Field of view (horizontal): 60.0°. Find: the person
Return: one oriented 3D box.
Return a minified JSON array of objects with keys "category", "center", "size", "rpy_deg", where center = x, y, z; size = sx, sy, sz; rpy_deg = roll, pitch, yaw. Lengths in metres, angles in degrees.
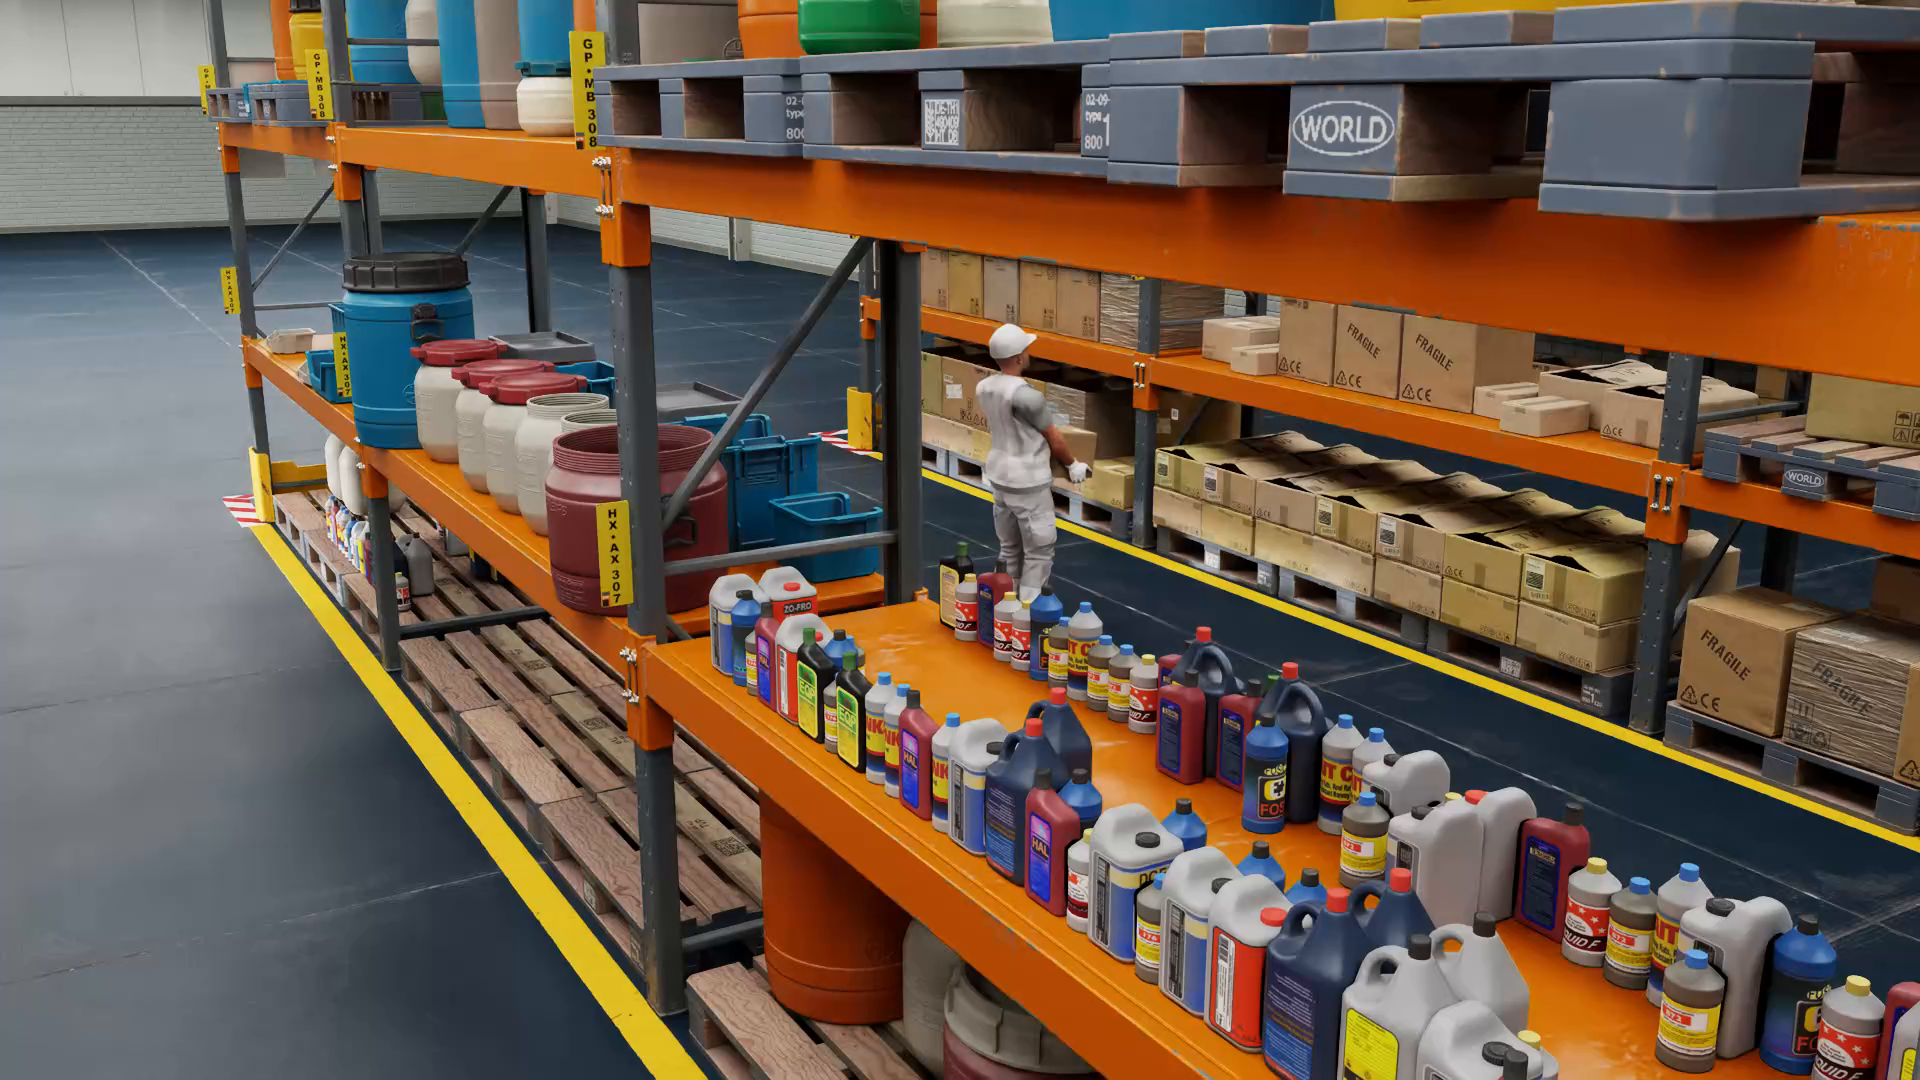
[{"category":"person","center":[0.409,-0.306,9.146],"size":[0.560,1.782,0.493],"rpy_deg":[-8,17,-29]}]
